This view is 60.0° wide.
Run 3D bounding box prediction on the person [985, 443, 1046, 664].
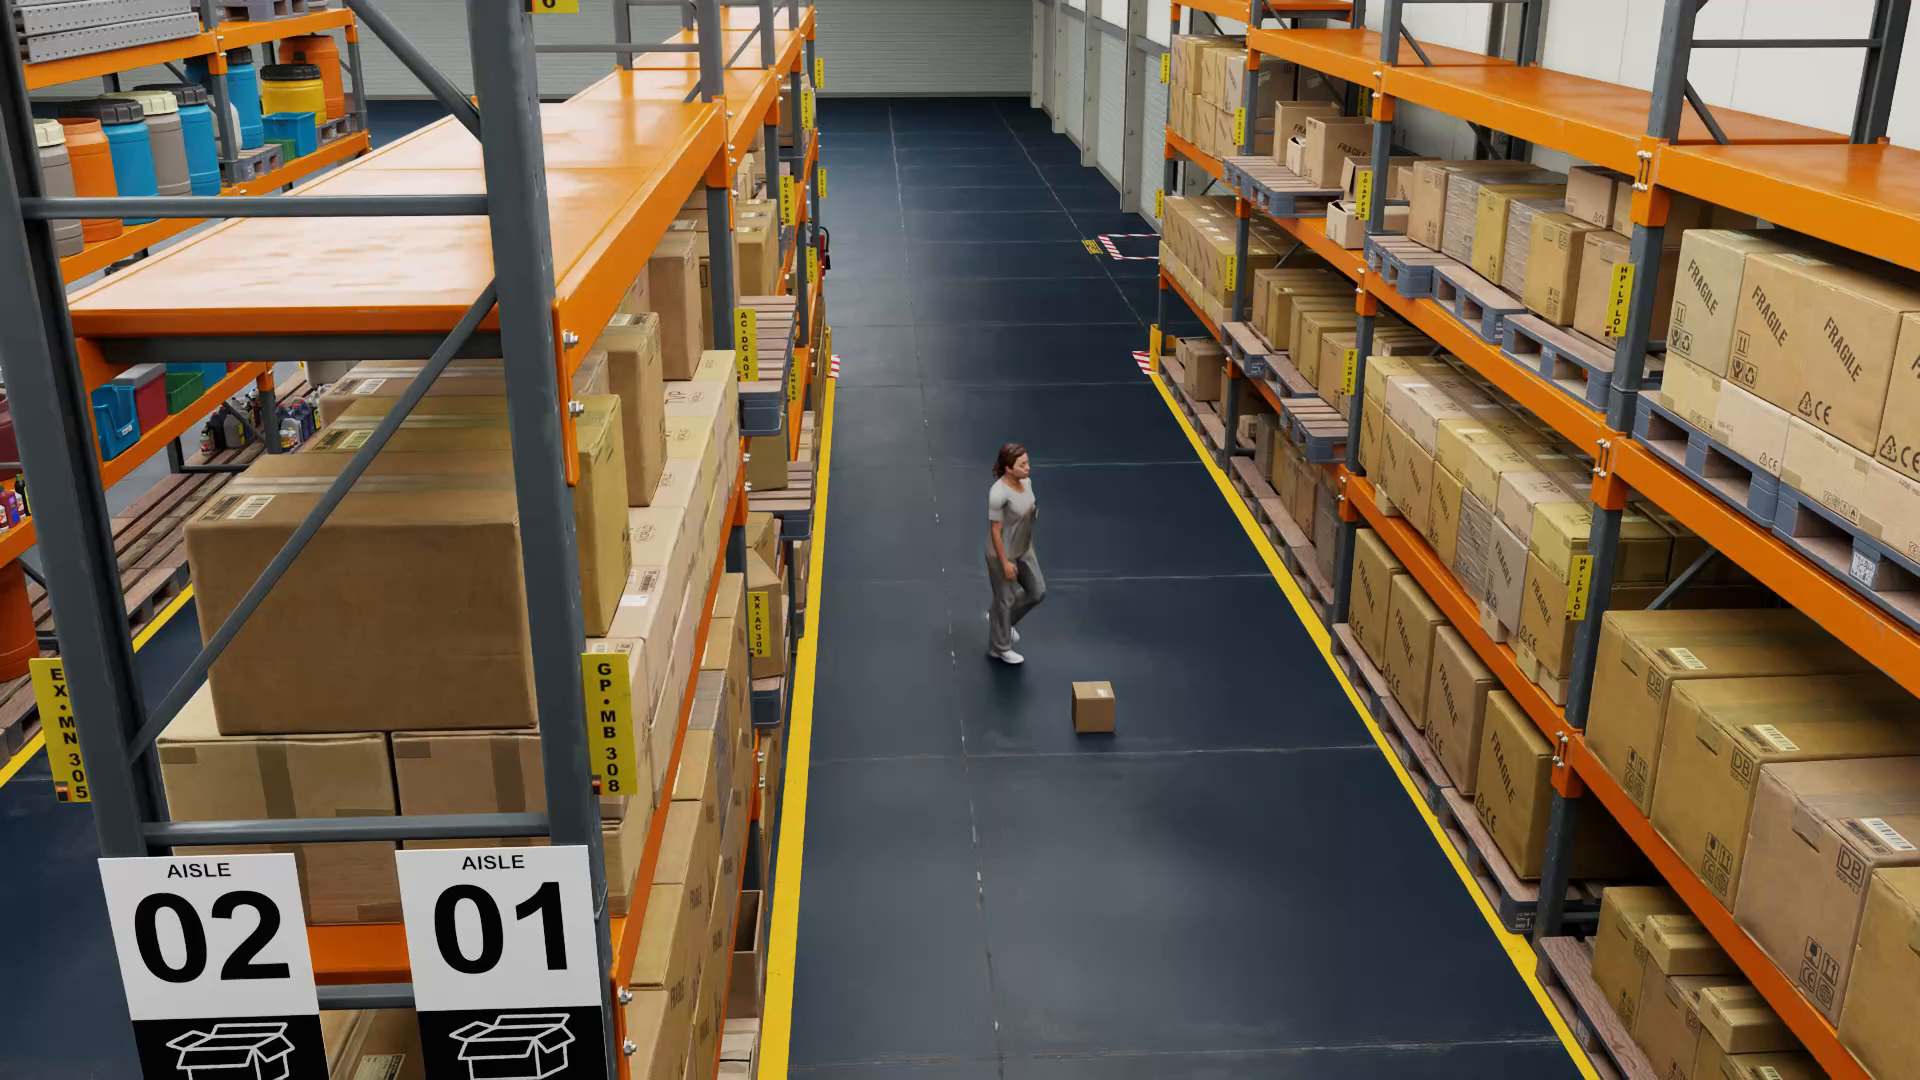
[{"bbox_3d":[0.314,0.074,11.678,0.495,1.650,0.519,16,26,36],"label":"person"}]
